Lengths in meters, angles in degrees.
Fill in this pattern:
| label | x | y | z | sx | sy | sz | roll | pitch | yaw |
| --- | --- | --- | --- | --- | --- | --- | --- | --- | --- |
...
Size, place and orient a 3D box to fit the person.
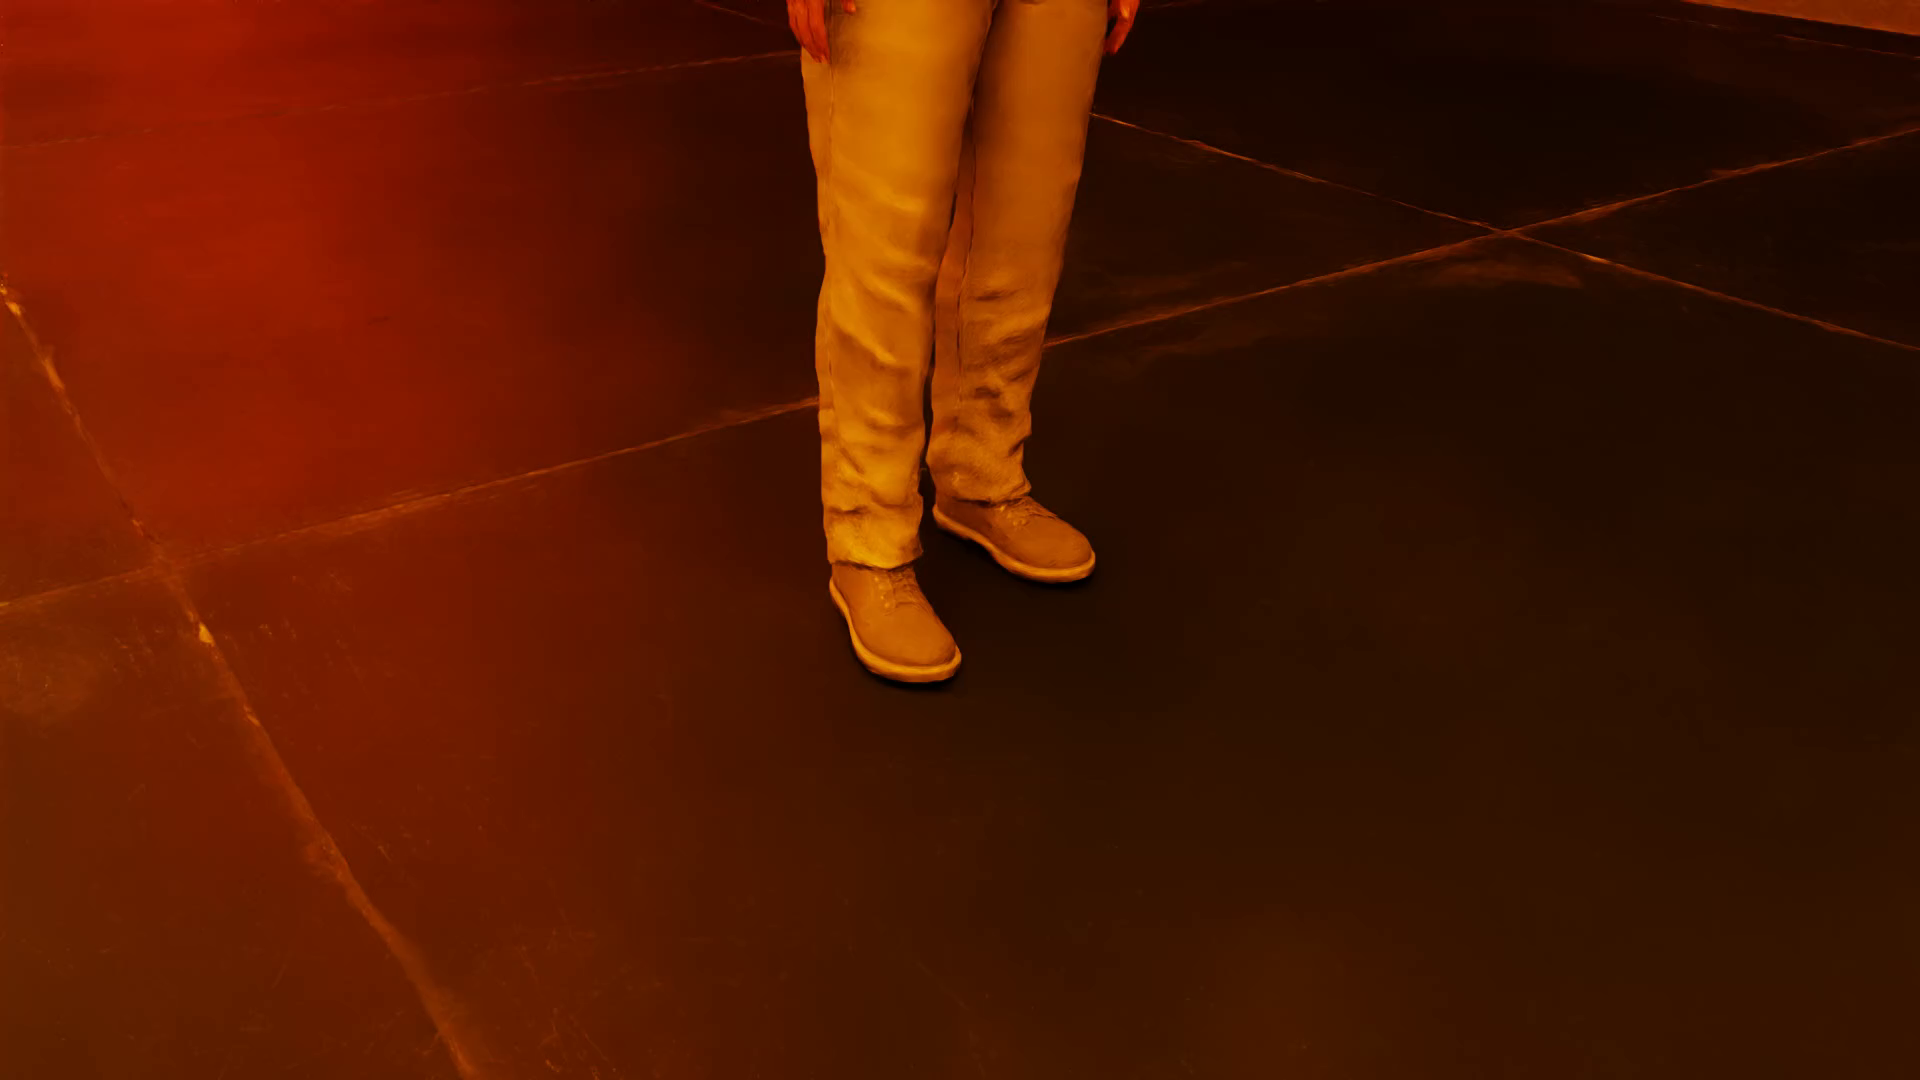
| label | x | y | z | sx | sy | sz | roll | pitch | yaw |
| --- | --- | --- | --- | --- | --- | --- | --- | --- | --- |
| person | 0.025 | -0.717 | 2.055 | 0.598 | 1.669 | 0.529 | -17 | 31 | -31 |
